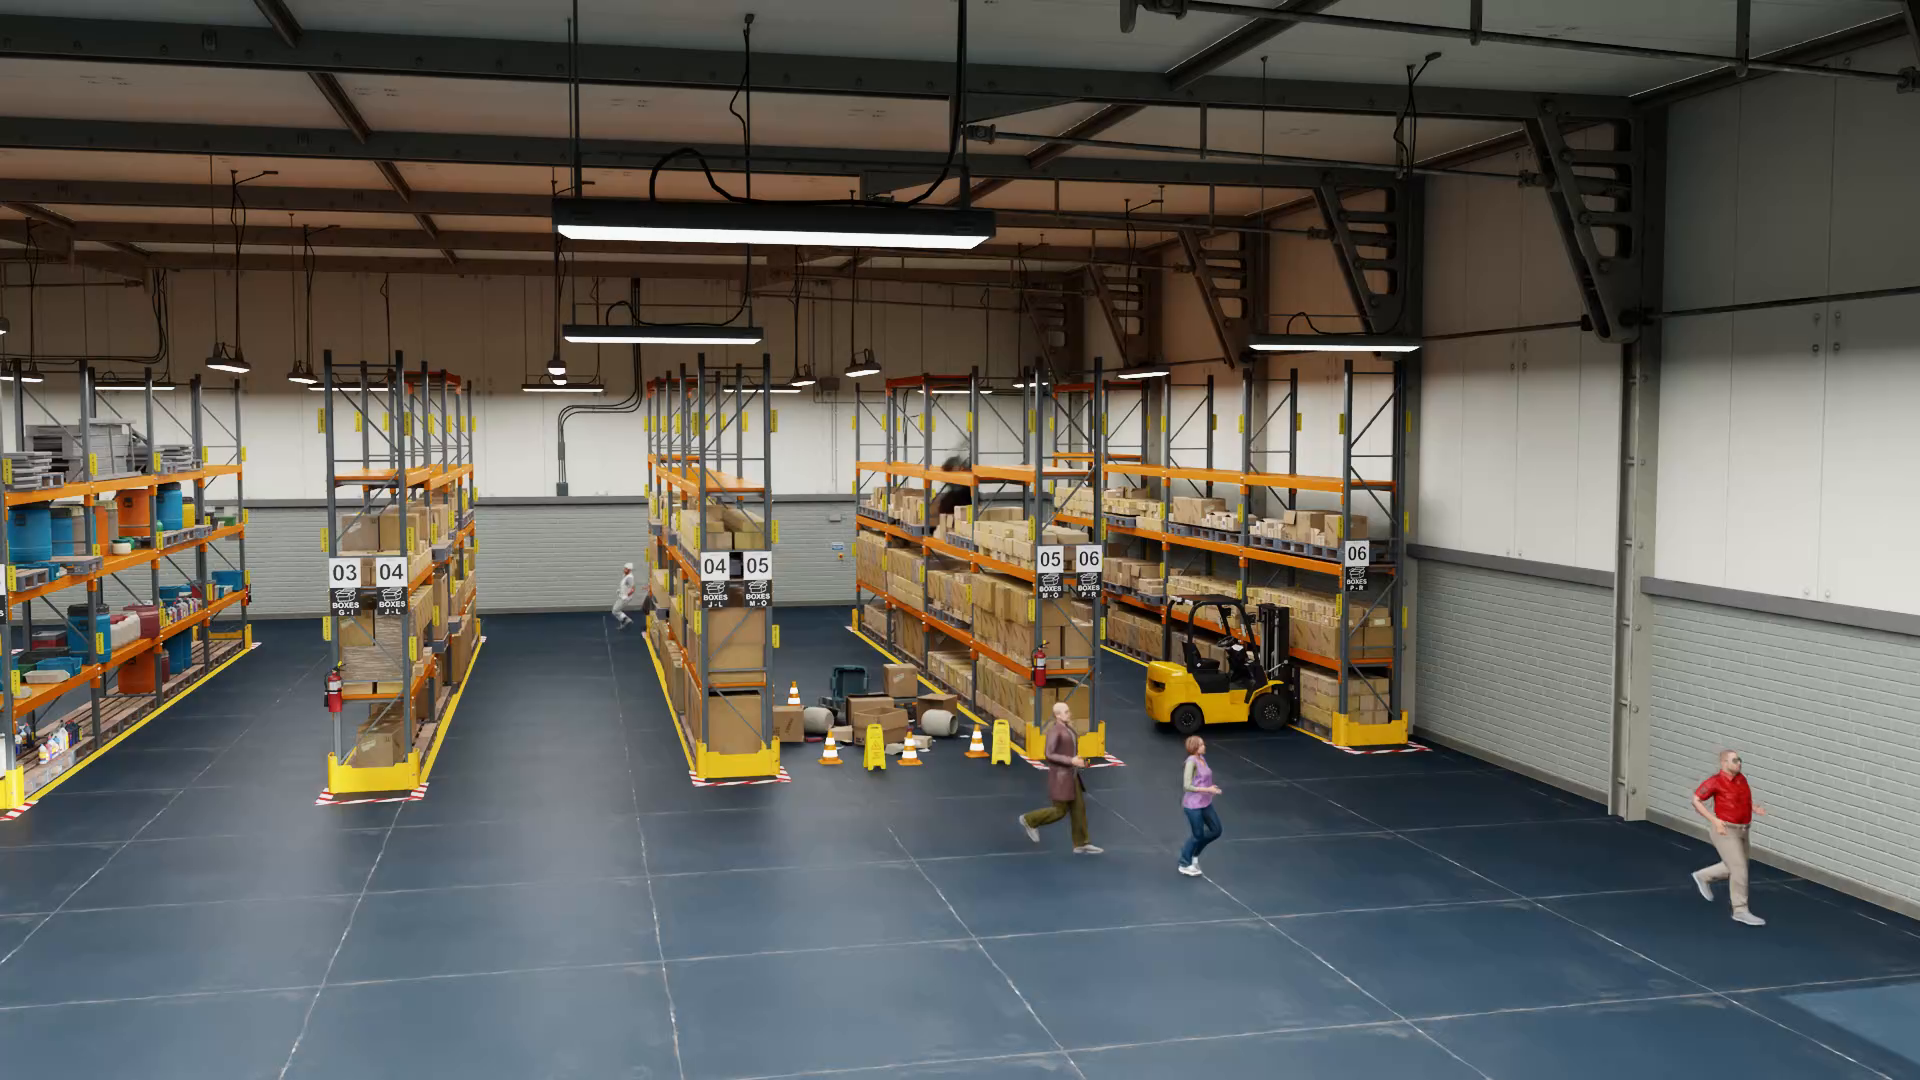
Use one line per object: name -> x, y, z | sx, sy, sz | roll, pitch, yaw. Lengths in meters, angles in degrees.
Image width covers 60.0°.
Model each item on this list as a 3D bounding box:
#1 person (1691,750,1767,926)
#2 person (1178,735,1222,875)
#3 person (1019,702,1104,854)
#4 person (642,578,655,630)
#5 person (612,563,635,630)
person -> 7.795, 2.973, 16.877 | 0.676, 1.696, 0.907 | -2, 5, -30
person -> 2.671, 2.932, 18.357 | 0.555, 1.559, 0.522 | 3, 5, 33
person -> 1.195, 2.803, 19.339 | 1.031, 1.669, 0.712 | 2, 4, 26
person -> -7.393, 1.363, 40.332 | 0.676, 1.739, 0.671 | -3, 5, -32
person -> -8.131, 1.374, 40.180 | 0.569, 1.681, 0.741 | -1, 4, -11
